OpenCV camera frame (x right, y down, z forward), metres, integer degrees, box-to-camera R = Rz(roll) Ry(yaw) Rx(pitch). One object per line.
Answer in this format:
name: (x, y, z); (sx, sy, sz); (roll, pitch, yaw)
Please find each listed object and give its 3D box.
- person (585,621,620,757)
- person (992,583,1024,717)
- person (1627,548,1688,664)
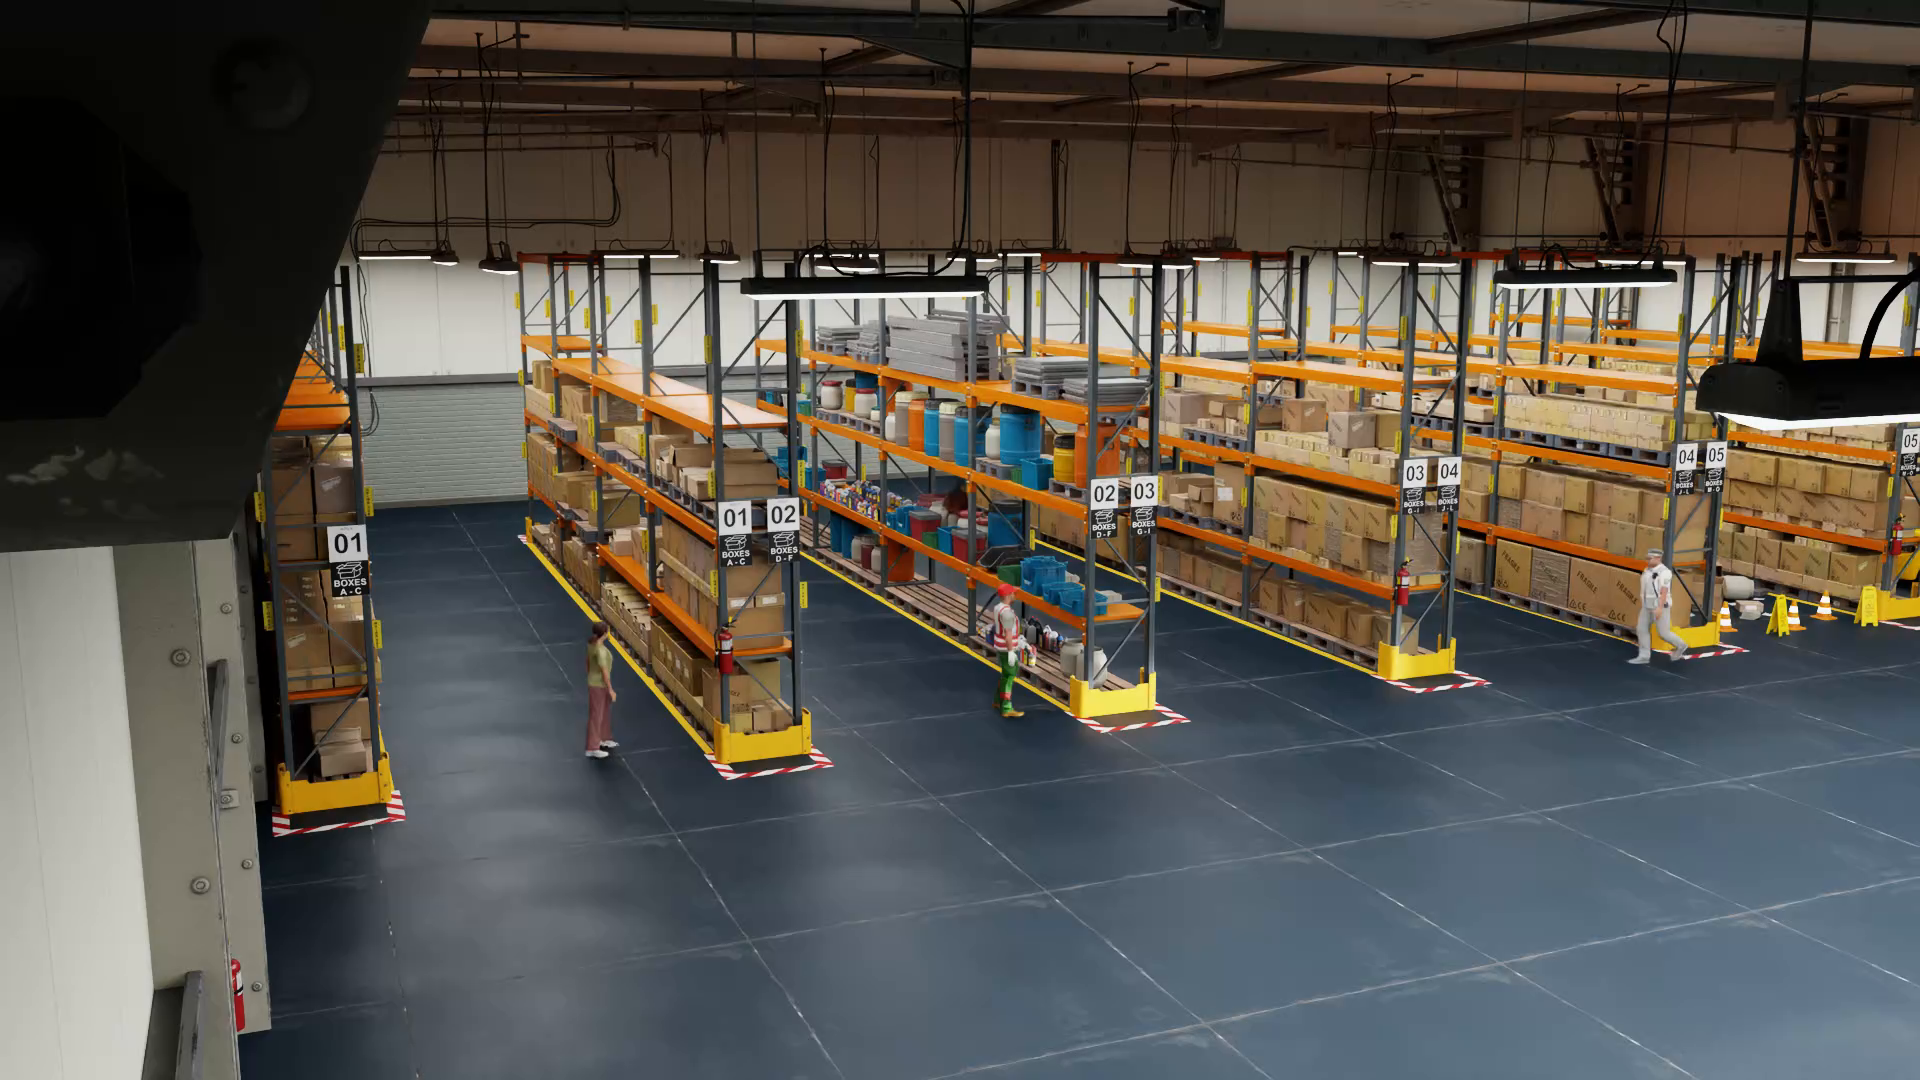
person: (-4.429, 1.826, 20.501); (0.479, 1.715, 0.594); (-4, 11, -19)
person: (0.650, 1.465, 22.095); (0.374, 1.804, 0.613); (-2, 11, -10)
person: (10.397, 0.984, 24.835); (0.826, 1.730, 0.586); (-3, 11, -18)
